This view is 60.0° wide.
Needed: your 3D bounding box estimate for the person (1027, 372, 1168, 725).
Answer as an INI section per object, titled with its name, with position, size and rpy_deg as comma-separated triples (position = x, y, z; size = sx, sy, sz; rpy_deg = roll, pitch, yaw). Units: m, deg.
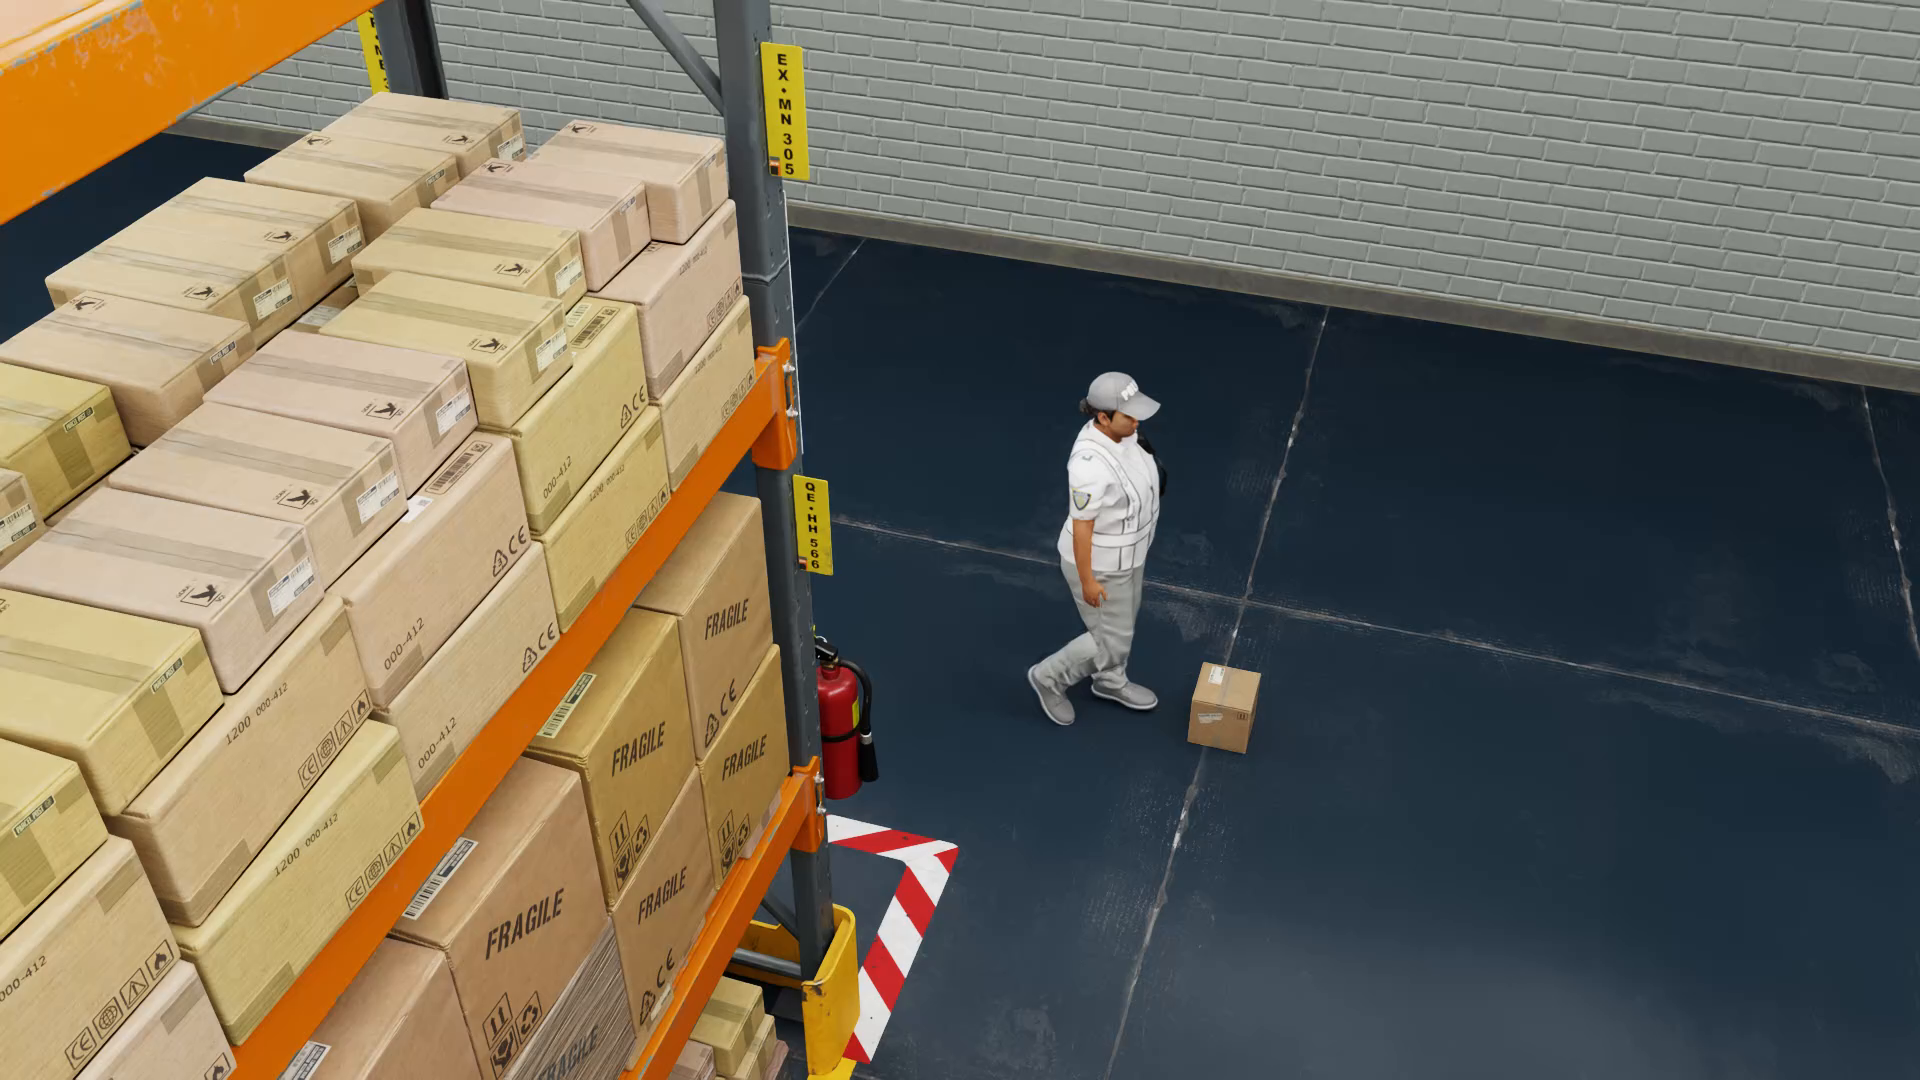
[person]
position = 0.593, 0.047, 6.822
size = 0.535, 1.677, 0.493
rpy_deg = 14, 40, 18
